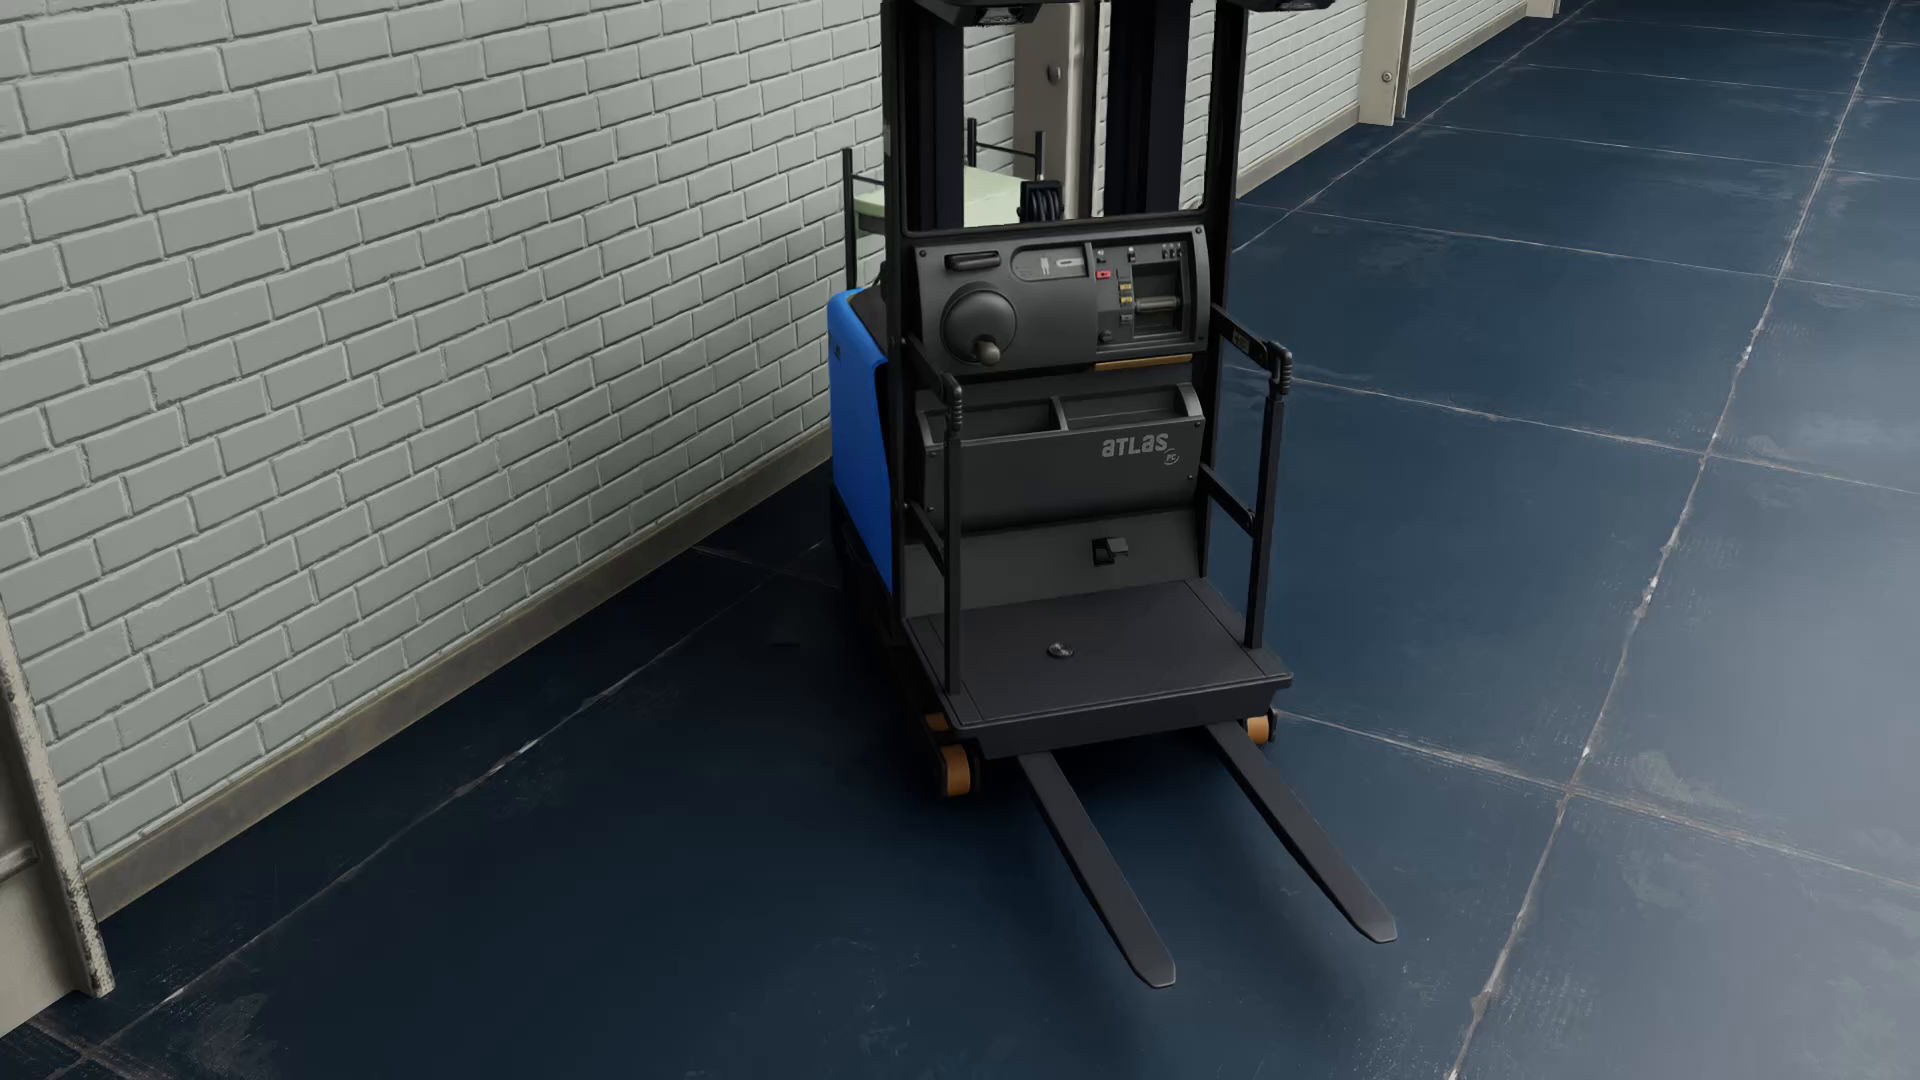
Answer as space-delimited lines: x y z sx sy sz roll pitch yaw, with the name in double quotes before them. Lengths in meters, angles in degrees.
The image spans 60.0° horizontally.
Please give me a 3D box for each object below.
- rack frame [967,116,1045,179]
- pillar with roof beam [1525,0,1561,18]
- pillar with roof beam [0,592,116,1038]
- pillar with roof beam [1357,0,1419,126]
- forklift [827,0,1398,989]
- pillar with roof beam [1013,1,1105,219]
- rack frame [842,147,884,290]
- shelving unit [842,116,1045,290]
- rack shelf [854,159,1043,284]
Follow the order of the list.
"rack frame" 0.186 -1.032 7.135 0.400 1.500 0.023 22 34 36
"pillar with roof beam" 10.144 -8.869 14.414 9.100 9.000 0.400 14 30 26
"pillar with roof beam" 1.289 -1.854 0.400 9.100 9.000 0.400 14 30 26
"pillar with roof beam" 7.193 -6.530 9.742 9.100 9.000 0.400 14 30 26
"forklift" 0.381 -0.709 4.892 1.130 2.935 3.031 -7 27 -14
"pillar with roof beam" 4.241 -4.192 5.071 9.100 9.000 0.400 14 30 26
"rack frame" -0.299 -0.786 6.644 0.400 1.500 0.023 22 34 36
"shelving unit" -0.056 -0.909 6.890 0.431 1.500 0.755 22 34 36
"rack shelf" -0.056 -1.258 6.715 0.431 0.370 0.720 22 34 36
